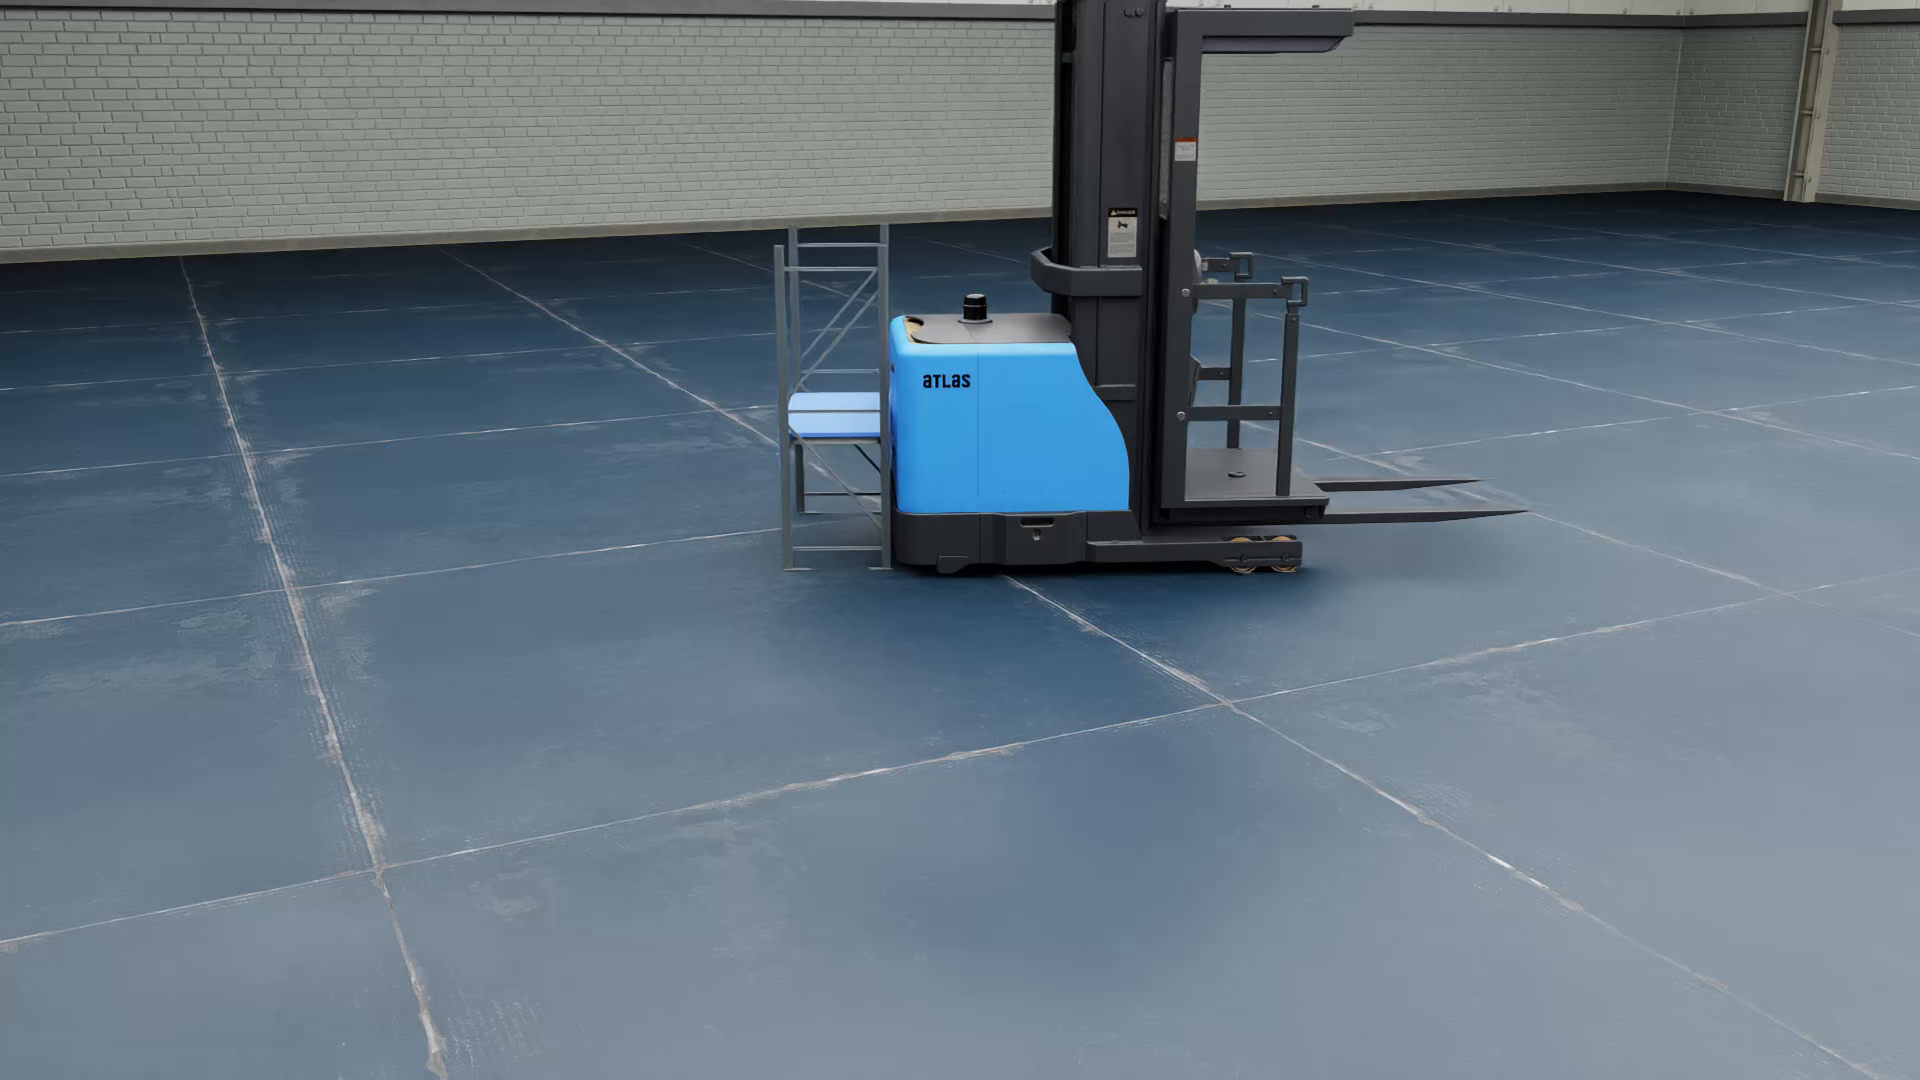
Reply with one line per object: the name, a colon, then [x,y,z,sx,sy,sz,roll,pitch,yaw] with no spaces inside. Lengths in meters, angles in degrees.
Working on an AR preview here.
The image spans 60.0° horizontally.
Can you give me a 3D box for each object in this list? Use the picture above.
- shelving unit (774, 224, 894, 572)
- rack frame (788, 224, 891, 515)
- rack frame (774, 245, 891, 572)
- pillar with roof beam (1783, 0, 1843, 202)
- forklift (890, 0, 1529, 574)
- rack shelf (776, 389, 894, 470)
shelving unit: [-0.590,-0.721,8.044,0.538,1.500,1.048,-1,16,-2]
rack frame: [-0.608,-0.861,8.533,0.500,1.500,0.032,-1,16,-2]
rack frame: [-0.572,-0.581,7.556,0.500,1.500,0.032,-1,16,-2]
pillar with roof beam: [10.487,-9.602,25.395,9.100,9.000,0.400,-8,18,-25]
forklift: [1.184,-1.397,7.806,3.031,2.935,1.130,-1,16,-4]
rack shelf: [-0.590,-0.548,8.094,0.538,0.185,1.000,-1,16,-2]
